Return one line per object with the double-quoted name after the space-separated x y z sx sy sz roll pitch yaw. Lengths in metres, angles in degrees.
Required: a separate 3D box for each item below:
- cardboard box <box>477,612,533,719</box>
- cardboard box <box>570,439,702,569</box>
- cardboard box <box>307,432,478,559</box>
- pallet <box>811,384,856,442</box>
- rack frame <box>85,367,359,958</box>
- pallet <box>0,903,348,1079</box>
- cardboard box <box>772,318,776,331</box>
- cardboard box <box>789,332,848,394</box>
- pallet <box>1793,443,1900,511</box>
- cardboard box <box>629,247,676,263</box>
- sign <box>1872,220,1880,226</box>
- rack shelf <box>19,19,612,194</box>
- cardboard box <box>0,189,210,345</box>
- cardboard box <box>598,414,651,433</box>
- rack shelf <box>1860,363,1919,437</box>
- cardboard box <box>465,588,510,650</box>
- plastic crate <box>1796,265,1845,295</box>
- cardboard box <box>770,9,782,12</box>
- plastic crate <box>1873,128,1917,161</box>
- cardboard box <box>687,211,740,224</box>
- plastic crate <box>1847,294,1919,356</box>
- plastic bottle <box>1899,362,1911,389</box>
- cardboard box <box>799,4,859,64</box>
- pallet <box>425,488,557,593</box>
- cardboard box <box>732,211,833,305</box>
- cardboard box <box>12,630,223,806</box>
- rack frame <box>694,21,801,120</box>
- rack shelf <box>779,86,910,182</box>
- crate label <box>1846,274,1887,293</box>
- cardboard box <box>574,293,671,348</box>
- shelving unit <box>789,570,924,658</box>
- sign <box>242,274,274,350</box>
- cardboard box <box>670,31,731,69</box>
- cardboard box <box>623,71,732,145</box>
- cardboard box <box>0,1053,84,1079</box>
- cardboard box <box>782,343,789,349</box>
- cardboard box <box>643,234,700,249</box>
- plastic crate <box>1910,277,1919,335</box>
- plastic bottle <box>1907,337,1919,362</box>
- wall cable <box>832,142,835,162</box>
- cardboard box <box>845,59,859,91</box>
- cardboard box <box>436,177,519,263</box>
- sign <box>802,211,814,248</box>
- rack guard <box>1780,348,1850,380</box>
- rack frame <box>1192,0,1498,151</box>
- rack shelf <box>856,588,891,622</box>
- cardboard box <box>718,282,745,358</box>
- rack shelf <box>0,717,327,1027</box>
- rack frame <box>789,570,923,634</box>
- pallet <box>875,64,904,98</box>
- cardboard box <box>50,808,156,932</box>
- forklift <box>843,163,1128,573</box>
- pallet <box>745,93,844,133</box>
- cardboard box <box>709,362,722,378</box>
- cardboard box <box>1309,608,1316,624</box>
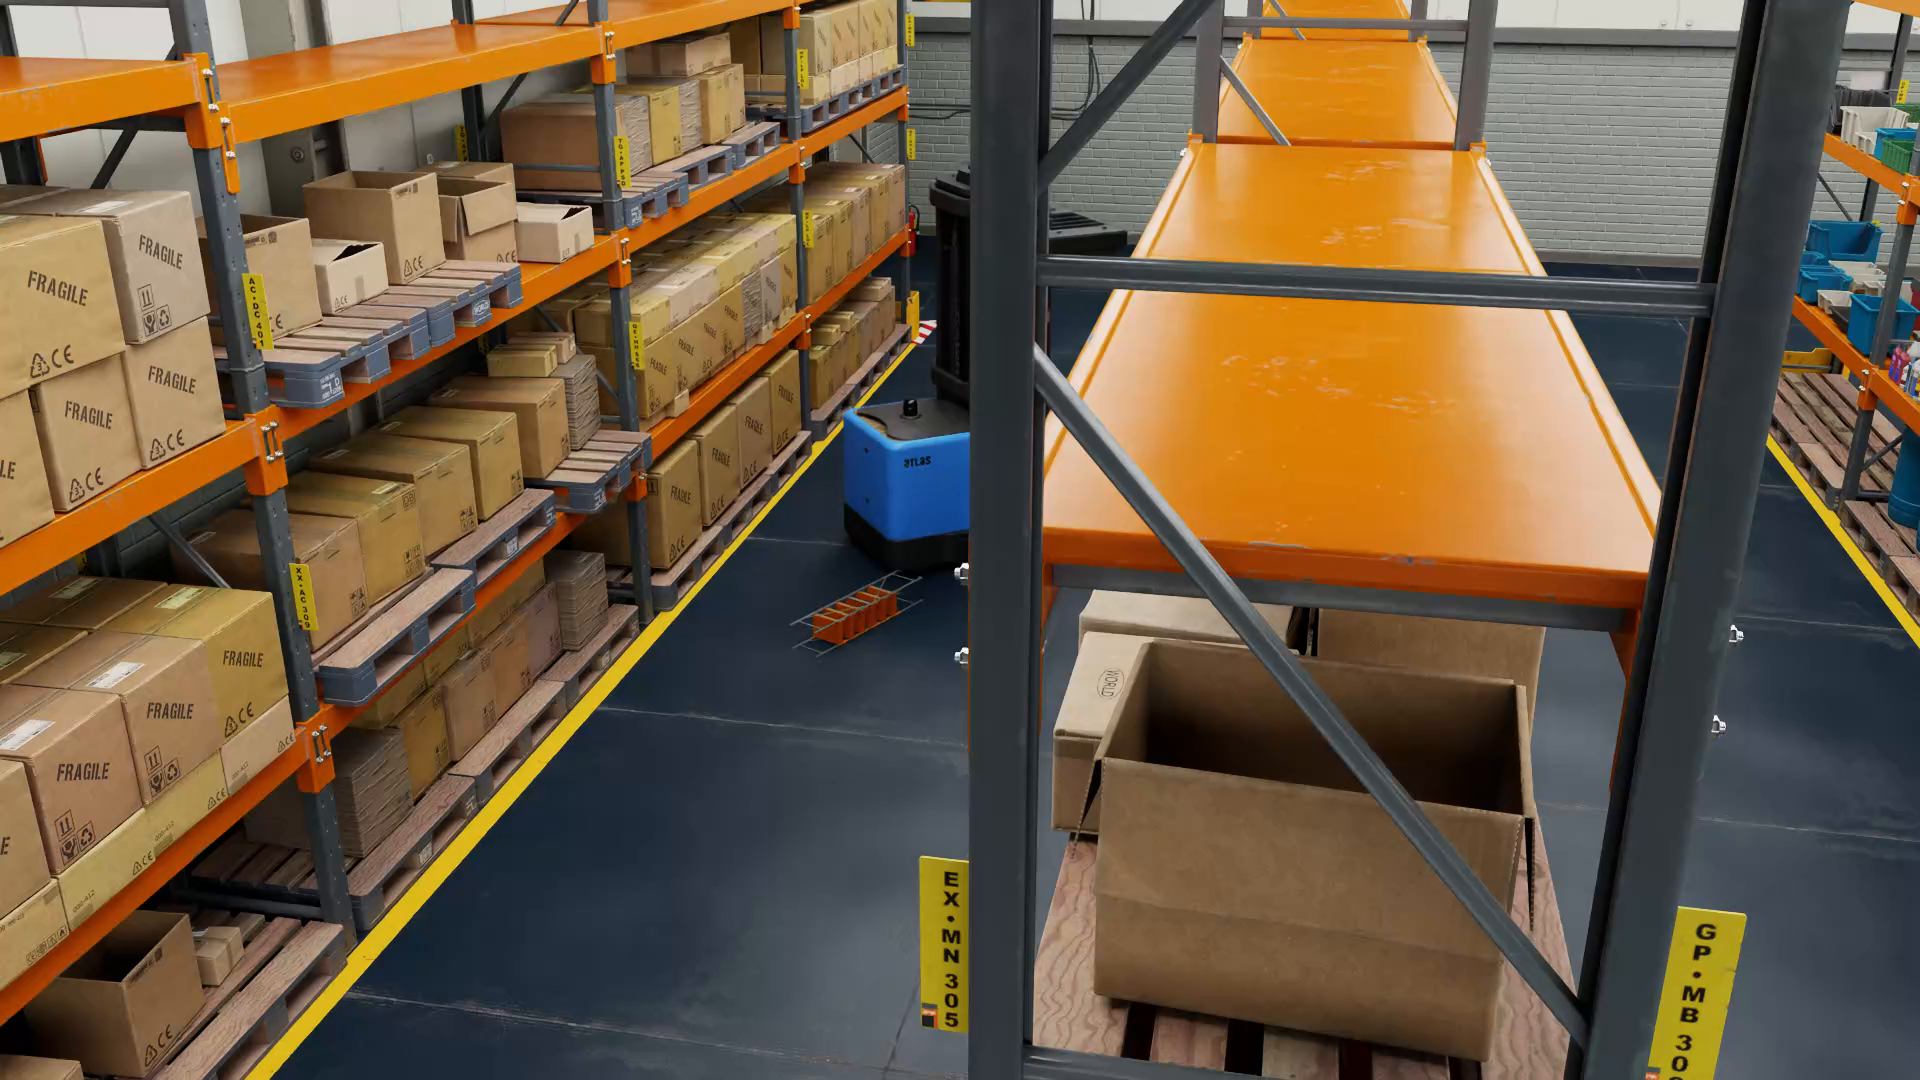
-3.092 0.747 10.272 0.700 0.500 0.500 4 22 11 "cardboard box"
-2.425 -0.296 12.419 0.750 0.750 0.750 4 22 10 "cardboard box"
-3.158 -0.258 9.286 0.700 0.500 0.500 8 23 18 "cardboard box"
-1.656 -1.281 16.282 1.003 0.211 1.213 4 22 11 "pallet"
-3.520 0.623 7.821 1.000 3.000 0.127 4 22 11 "rack frame"
-3.622 2.165 7.725 1.003 0.211 1.213 4 22 11 "pallet"
-1.805 -1.865 14.308 0.380 0.149 0.250 5 23 13 "cardboard box"
-1.529 -1.787 16.589 0.700 0.500 0.500 4 22 10 "cardboard box"
7.923 -0.526 14.406 1.003 0.211 1.213 4 22 11 "pallet"
-2.545 -2.129 13.093 0.500 0.250 0.500 4 22 10 "cardboard box"
9.169 -3.050 16.723 0.100 0.325 0.005 4 22 11 "sign"
-3.112 -2.372 8.725 1.077 0.370 4.000 4 22 11 "rack shelf"
-3.357 -1.084 6.545 0.500 0.500 0.500 3 22 6 "cardboard box"
-2.410 -0.835 11.751 0.380 0.149 0.250 4 22 10 "cardboard box"
7.403 -0.482 11.528 1.077 0.370 4.000 4 22 11 "rack shelf"
-3.077 0.428 10.060 0.500 0.250 0.500 4 22 11 "cardboard box"
7.986 -2.413 15.505 0.416 0.233 0.300 4 22 11 "plastic crate"
-1.868 -4.675 15.463 0.500 0.500 0.500 4 22 9 "cardboard box"
7.684 -3.218 13.568 0.416 0.233 0.300 4 22 11 "plastic crate"
-2.236 -2.695 14.499 0.500 0.250 0.500 5 23 13 "cardboard box"
7.573 -1.764 13.691 0.392 0.384 0.575 4 22 11 "plastic crate"
7.286 -1.261 12.766 0.097 0.201 0.097 0 22 0 "plastic bottle"
-1.273 -4.822 15.828 0.500 0.500 0.500 5 22 11 "cardboard box"
-3.067 -0.023 9.684 1.003 0.211 1.213 4 22 11 "pallet"
-1.761 -2.639 15.519 0.980 0.700 0.700 5 22 12 "cardboard box"
-3.410 0.715 6.763 0.500 0.500 0.500 4 22 11 "cardboard box"
-1.887 -5.085 13.965 1.000 3.000 0.127 4 22 11 "rack frame"
-1.479 -4.091 16.476 1.077 0.370 4.000 4 22 11 "rack shelf"
8.532 -2.395 15.588 0.396 0.136 0.243 4 22 11 "crate label"
-2.353 -1.538 11.625 0.500 0.250 0.500 5 22 12 "cardboard box"
-0.722 0.514 11.848 0.258 0.189 1.200 15 27 33 "shelving unit"
-2.987 -0.969 7.068 0.100 0.325 0.005 4 22 11 "sign"
-2.195 -3.980 13.510 0.500 0.250 0.500 6 23 15 "cardboard box"
-2.225 -3.422 13.128 0.700 0.500 0.500 4 22 10 "cardboard box"
-3.792 2.323 6.359 0.700 0.500 0.500 3 22 8 "cardboard box"
-1.858 -1.866 15.918 0.380 0.149 0.250 4 22 11 "cardboard box"
-2.434 -2.320 13.566 0.500 0.250 0.500 4 22 9 "cardboard box"
8.239 -1.912 13.950 0.402 0.464 0.583 4 22 11 "plastic crate"
7.414 -1.405 12.924 0.144 0.351 0.185 4 22 11 "plastic bottle"
-1.736 -4.777 19.870 0.084 1.984 1.851 4 22 11 "wall cable"
-1.273 -4.471 15.961 0.500 0.250 0.500 4 22 9 "cardboard box"
-3.059 -1.821 9.710 0.797 0.503 0.637 8 23 18 "cardboard box"
-1.354 -2.765 14.790 0.100 0.325 0.005 4 22 11 "sign"
8.620 -1.860 17.334 1.175 0.500 0.348 4 22 11 "rack guard"
1.330 -1.783 5.766 1.000 3.000 0.127 4 22 11 "rack frame"
-0.625 0.465 11.971 0.258 0.180 0.103 15 27 33 "rack shelf"
-2.037 -1.754 13.166 0.500 0.500 0.500 5 22 12 "cardboard box"
-3.928 1.689 6.139 1.077 0.370 4.000 4 22 11 "rack shelf"
-0.722 0.429 11.814 0.240 0.006 1.200 15 27 33 "rack frame"
-1.212 -4.843 17.498 1.003 0.211 1.213 4 22 11 "pallet"
-3.517 1.247 6.447 0.500 0.250 0.500 4 22 11 "cardboard box"
0.627 -1.467 13.103 3.031 2.935 1.130 -10 24 -23 "forklift"
-1.710 -3.951 15.283 1.003 0.211 1.213 4 22 11 "pallet"
-2.107 -1.397 13.146 0.380 0.149 0.250 5 22 11 "cardboard box"
0.871 -0.107 4.731 0.797 0.503 0.637 7 23 17 "cardboard box"
